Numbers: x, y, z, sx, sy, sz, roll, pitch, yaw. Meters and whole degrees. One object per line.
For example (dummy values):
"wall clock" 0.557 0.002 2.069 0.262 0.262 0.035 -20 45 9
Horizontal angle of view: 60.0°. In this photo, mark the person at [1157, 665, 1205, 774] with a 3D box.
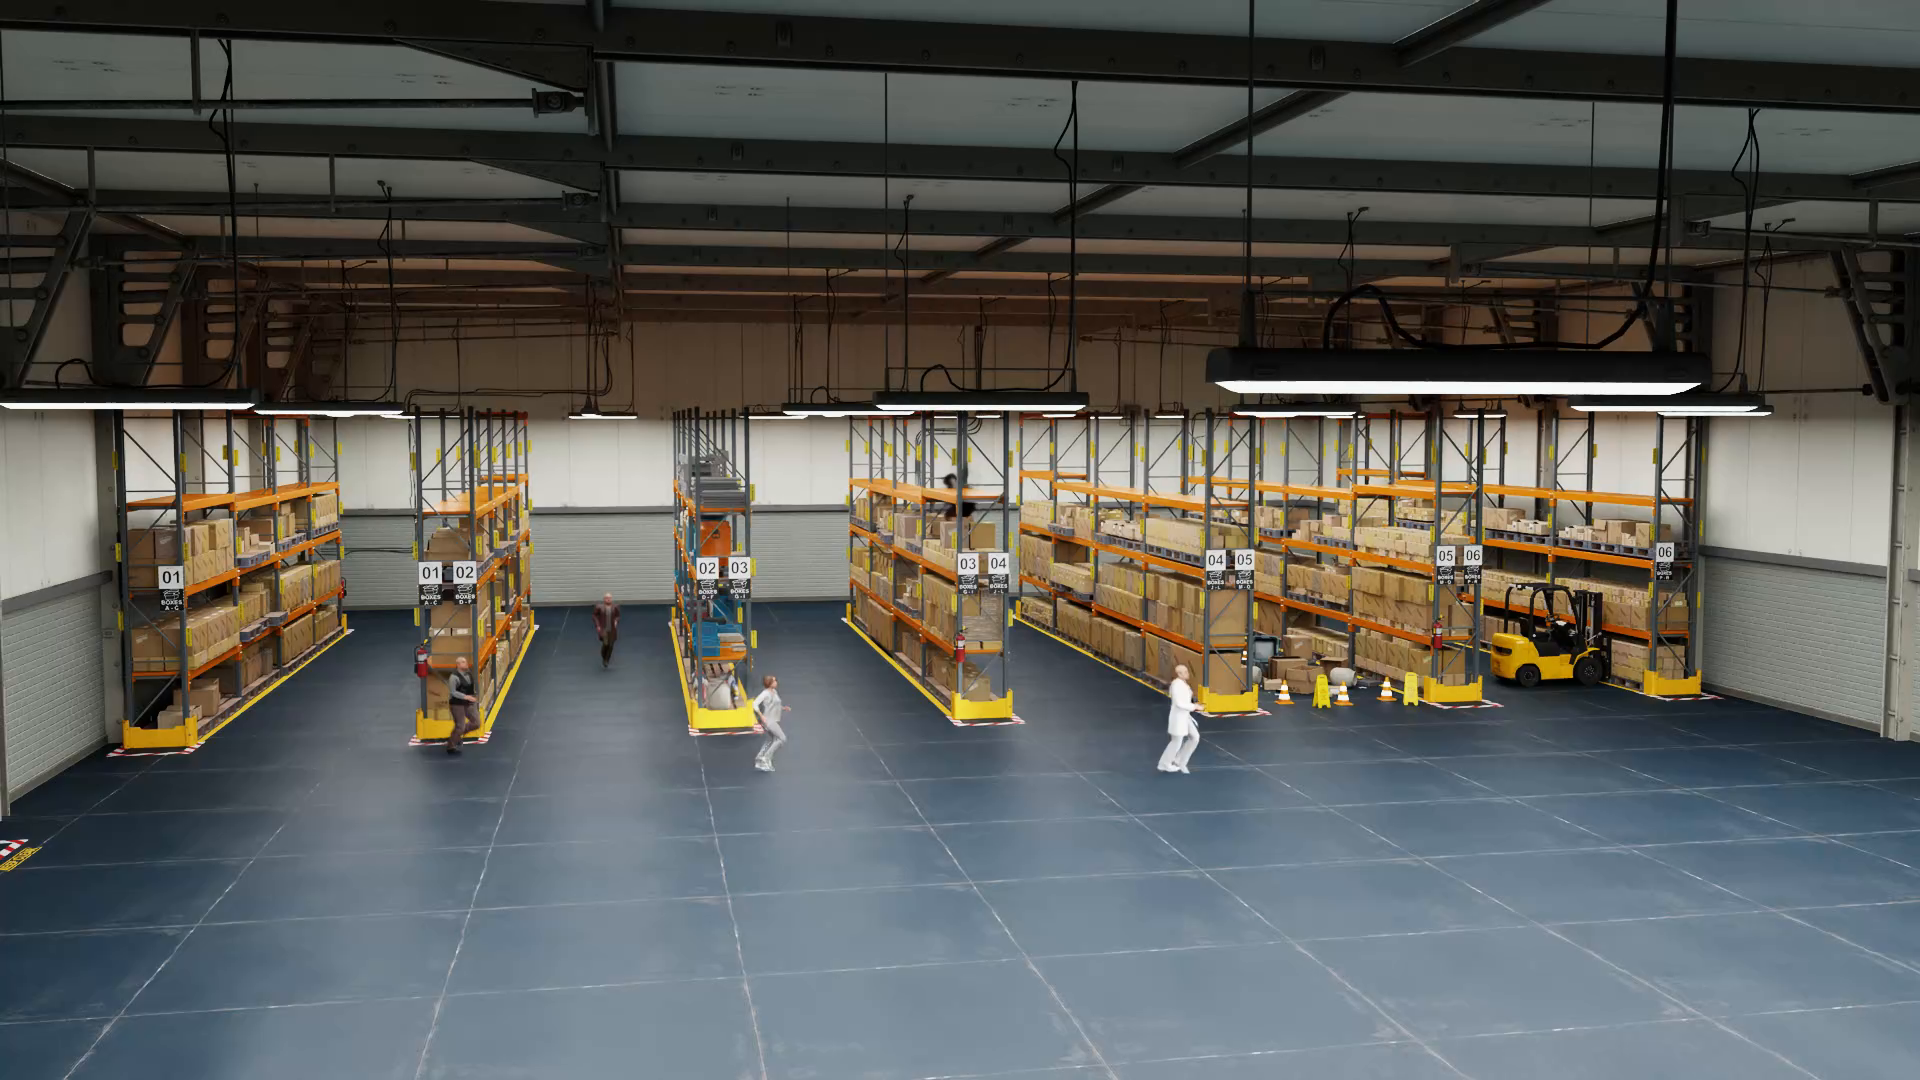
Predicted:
"person" 3.606 2.938 26.993 0.779 1.831 0.740 2 4 22

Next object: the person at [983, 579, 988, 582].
"person" 0.482 1.511 47.922 0.704 1.590 0.543 0 4 -2

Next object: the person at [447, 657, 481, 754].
"person" -8.538 2.847 28.671 0.672 1.680 0.691 2 4 24

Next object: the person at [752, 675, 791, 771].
"person" -3.067 2.985 27.161 0.635 1.563 0.509 1 4 11

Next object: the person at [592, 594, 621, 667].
"person" -8.190 2.100 38.659 0.627 1.723 0.760 -2 5 -27
